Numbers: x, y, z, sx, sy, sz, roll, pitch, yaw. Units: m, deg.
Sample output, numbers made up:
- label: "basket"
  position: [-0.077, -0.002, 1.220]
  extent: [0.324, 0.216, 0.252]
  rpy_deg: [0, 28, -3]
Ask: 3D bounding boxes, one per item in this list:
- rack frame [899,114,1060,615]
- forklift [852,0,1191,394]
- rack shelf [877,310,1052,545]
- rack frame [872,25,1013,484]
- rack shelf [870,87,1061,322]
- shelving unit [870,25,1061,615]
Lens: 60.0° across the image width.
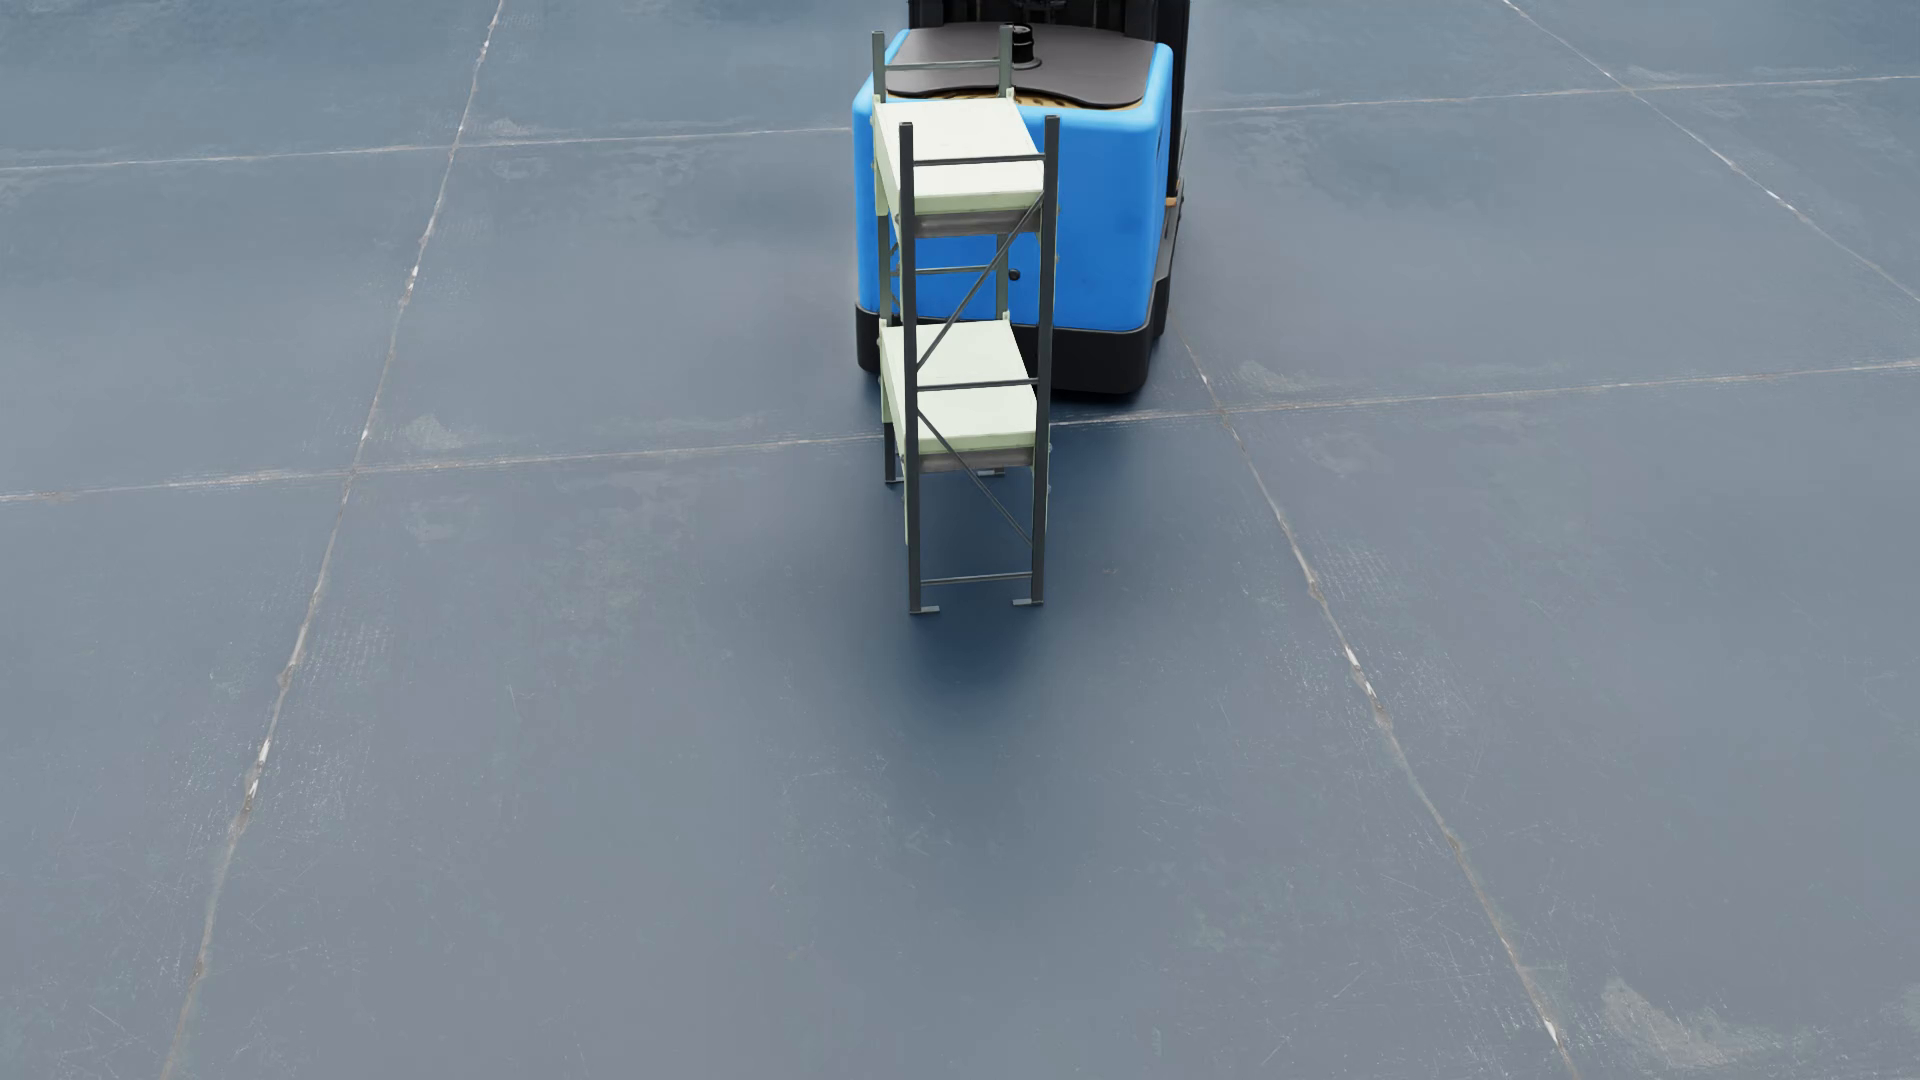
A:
- label: "rack frame"
  position: [0.048, -0.419, 4.533]
  extent: [0.400, 1.500, 0.023]
  rpy_deg: [-4, 35, -6]
- label: "forklift"
  position: [0.385, -2.548, 6.387]
  extent: [1.130, 2.935, 3.031]
  rpy_deg: [6, 35, 8]
- label: "rack shelf"
  position: [-0.001, -0.354, 5.017]
  extent: [0.431, 0.370, 0.720]
  rpy_deg: [-4, 35, -6]
- label: "rack frame"
  position: [-0.050, -0.828, 5.133]
  extent: [0.400, 1.500, 0.023]
  rpy_deg: [-4, 35, -6]
- label: "rack shelf"
  position: [-0.001, -0.946, 4.613]
  extent: [0.431, 0.370, 0.720]
  rpy_deg: [-4, 35, -6]
- label: "shelving unit"
  position: [-0.001, -0.623, 4.833]
  extent: [0.431, 1.500, 0.755]
  rpy_deg: [-4, 35, -6]
